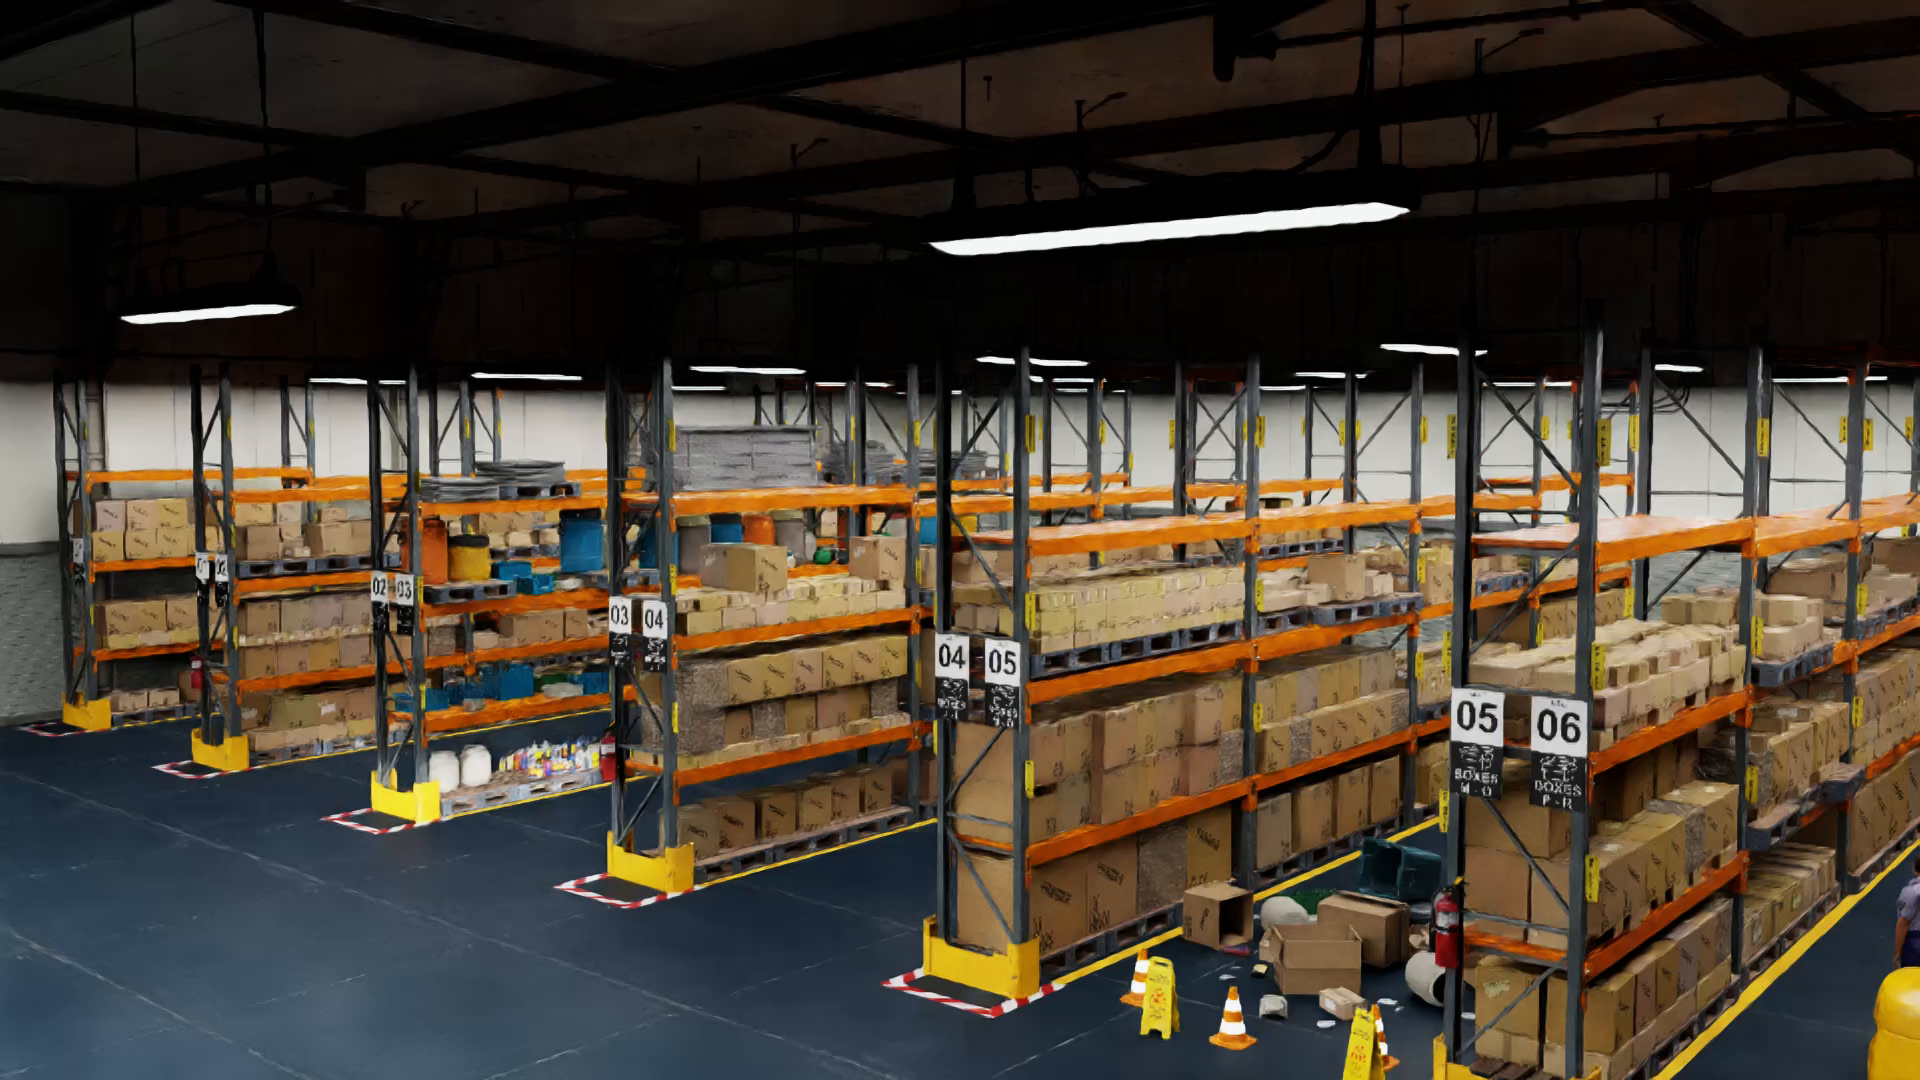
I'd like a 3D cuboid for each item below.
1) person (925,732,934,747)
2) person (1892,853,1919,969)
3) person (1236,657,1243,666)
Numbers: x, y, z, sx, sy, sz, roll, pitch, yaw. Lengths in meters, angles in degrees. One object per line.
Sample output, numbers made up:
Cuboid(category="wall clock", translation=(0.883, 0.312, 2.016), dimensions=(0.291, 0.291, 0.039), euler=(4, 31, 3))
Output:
Cuboid(category="person", translation=(-0.424, 2.554, 24.913), dimensions=(0.489, 1.589, 1.086), euler=(4, 6, 42))
Cuboid(category="person", translation=(7.842, 3.352, 13.578), dimensions=(0.598, 1.644, 0.556), euler=(-1, 4, -19))
Cuboid(category="person", translation=(4.192, 2.486, 24.720), dimensions=(0.669, 1.764, 0.573), euler=(-1, 4, -20))
